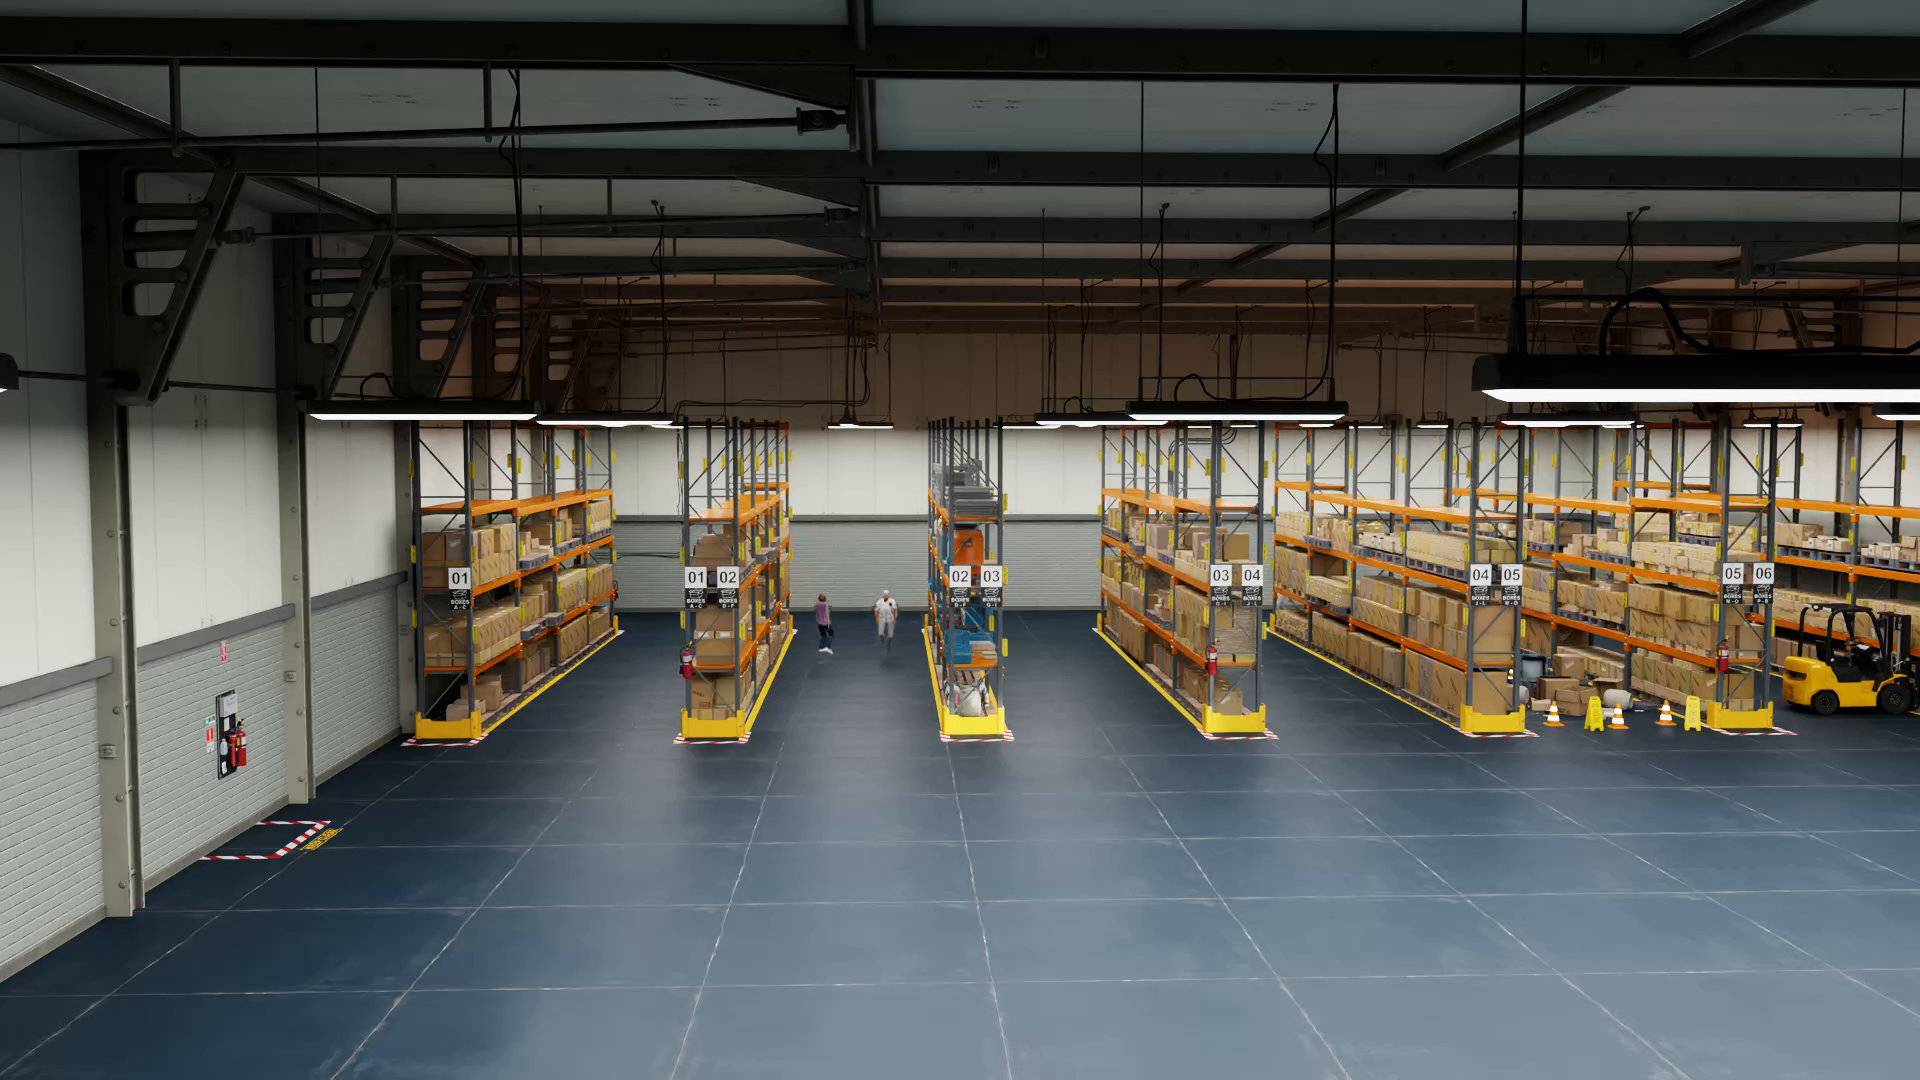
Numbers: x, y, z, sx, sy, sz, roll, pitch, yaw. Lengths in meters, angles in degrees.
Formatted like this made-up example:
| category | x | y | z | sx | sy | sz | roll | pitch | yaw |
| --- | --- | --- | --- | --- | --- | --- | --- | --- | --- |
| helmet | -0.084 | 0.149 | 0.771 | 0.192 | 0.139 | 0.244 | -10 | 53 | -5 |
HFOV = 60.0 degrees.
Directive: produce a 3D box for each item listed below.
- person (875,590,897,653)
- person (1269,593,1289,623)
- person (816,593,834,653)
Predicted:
| category | x | y | z | sx | sy | sz | roll | pitch | yaw |
| --- | --- | --- | --- | --- | --- | --- | --- | --- | --- |
| person | -1.864 | 2.056 | 41.916 | 0.572 | 1.622 | 0.603 | 0 | 4 | -1 |
| person | 9.529 | 1.628 | 49.326 | 1.006 | 1.750 | 0.545 | -2 | 4 | -30 |
| person | -3.380 | 2.064 | 41.147 | 0.439 | 1.504 | 0.535 | 1 | 4 | 15 |
